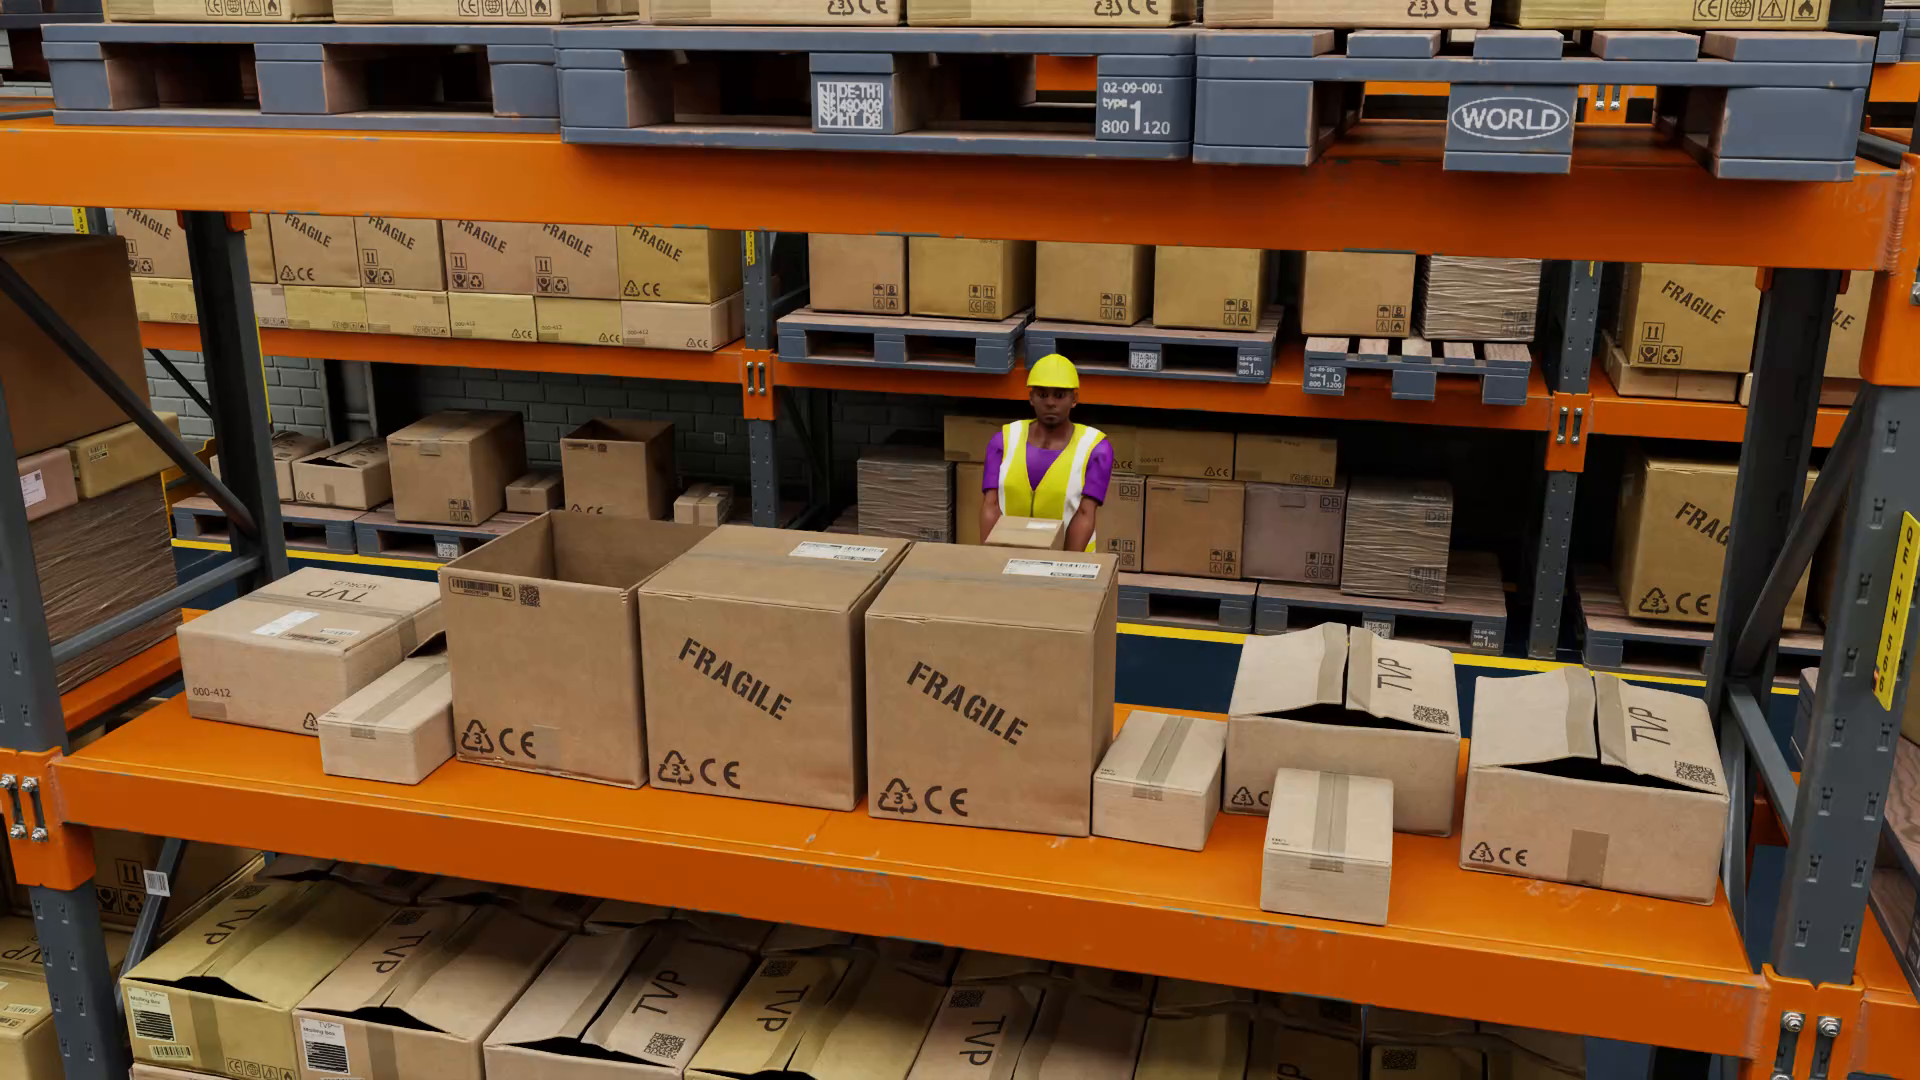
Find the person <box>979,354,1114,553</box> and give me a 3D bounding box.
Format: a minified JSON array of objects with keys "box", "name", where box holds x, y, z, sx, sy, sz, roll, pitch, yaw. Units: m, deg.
[{"box":[0.310,0.169,6.512,0.503,1.760,0.587,5,19,14],"name":"person"}]
